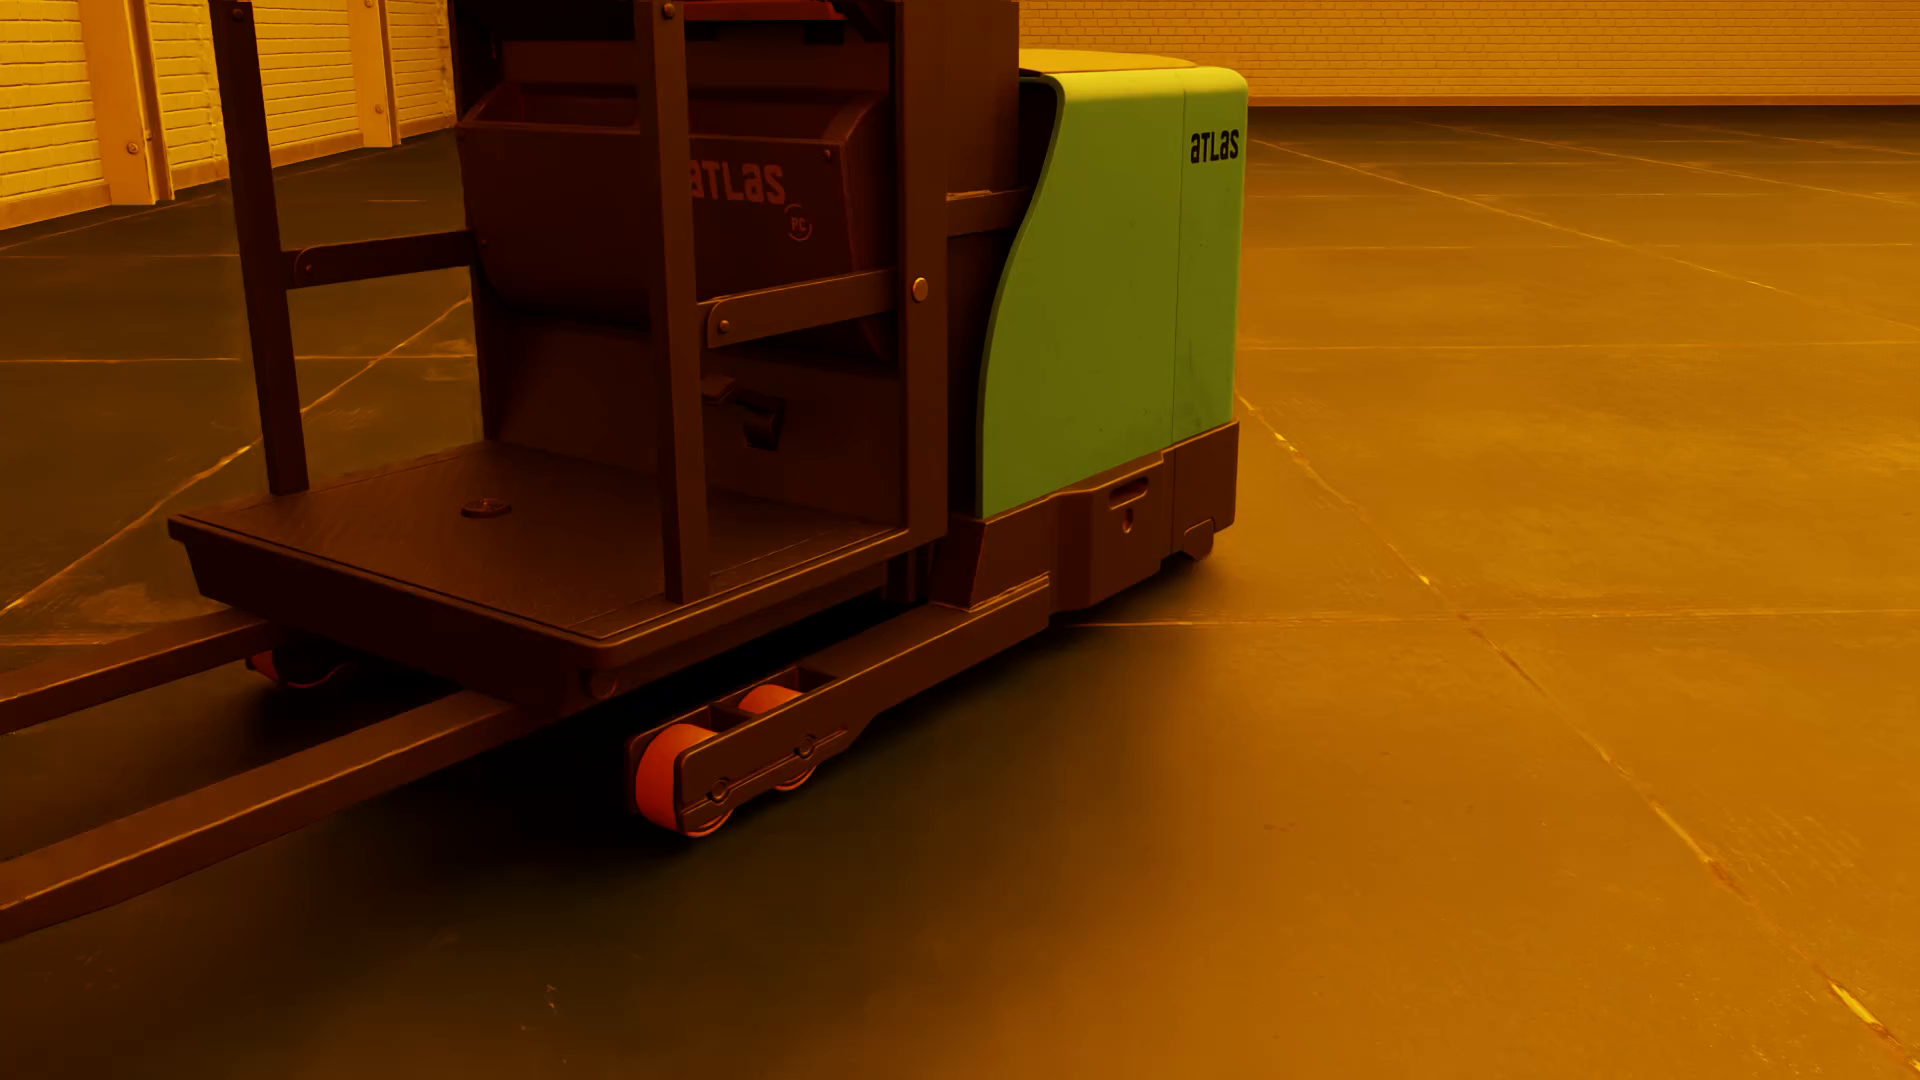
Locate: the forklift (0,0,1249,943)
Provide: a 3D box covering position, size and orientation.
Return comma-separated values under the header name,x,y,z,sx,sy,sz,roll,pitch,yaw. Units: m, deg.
name,x,y,z,sx,sy,sz,roll,pitch,yaw
forklift,-0.640,-1.120,2.569,1.130,2.935,3.031,12,21,34
